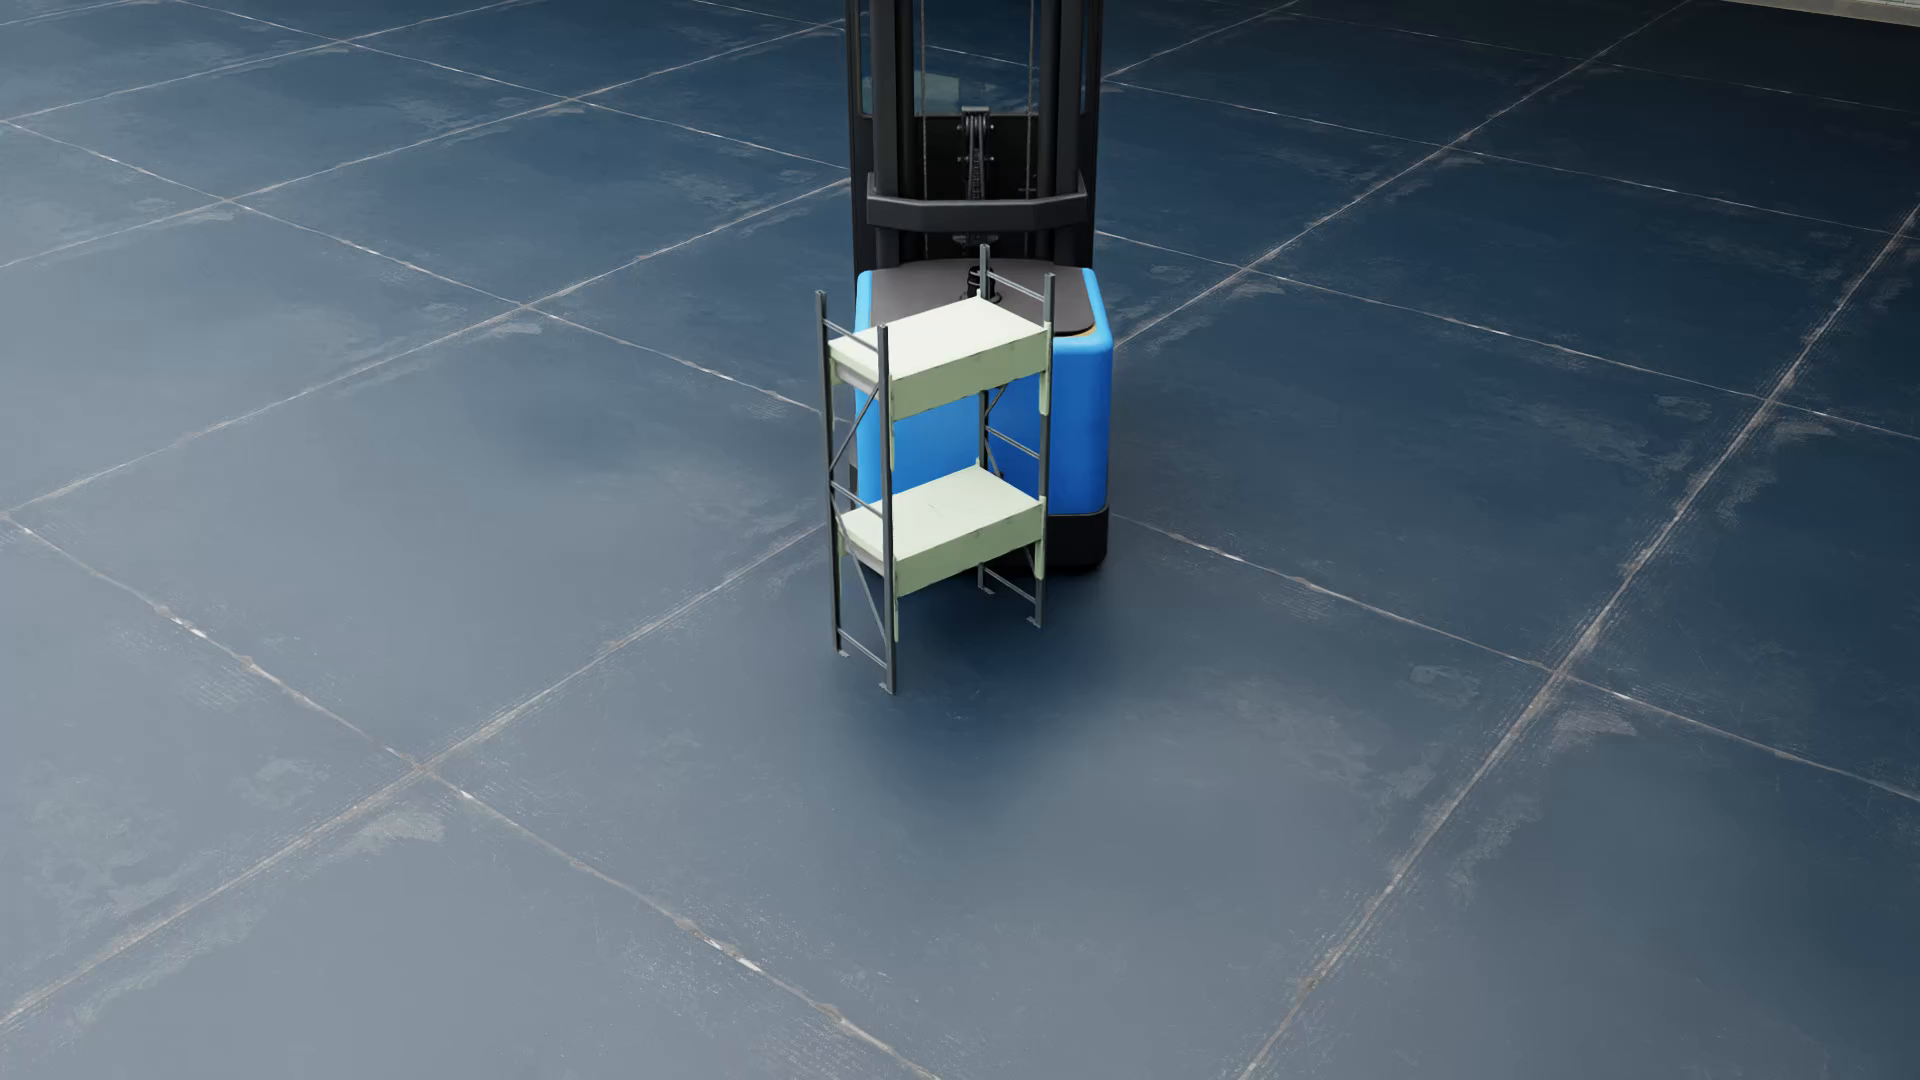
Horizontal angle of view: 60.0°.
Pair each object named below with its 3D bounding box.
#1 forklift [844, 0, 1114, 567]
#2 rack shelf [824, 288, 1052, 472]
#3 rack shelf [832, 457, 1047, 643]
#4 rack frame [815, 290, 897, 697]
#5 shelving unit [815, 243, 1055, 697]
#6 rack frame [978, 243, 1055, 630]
[{"bbox_3d":[0.050,-1.859,7.512,1.130,2.935,3.031,-1,31,-2],"label":"forklift"},{"bbox_3d":[-0.082,-0.591,6.010,0.720,0.370,0.431,-22,37,-32],"label":"rack shelf"},{"bbox_3d":[-0.082,0.025,6.376,0.720,0.370,0.431,-22,37,-32],"label":"rack shelf"},{"bbox_3d":[-0.369,-0.140,6.015,0.023,1.500,0.400,-22,37,-32],"label":"rack frame"},{"bbox_3d":[-0.082,-0.255,6.209,0.755,1.500,0.431,-22,37,-32],"label":"shelving unit"},{"bbox_3d":[0.206,-0.371,6.404,0.023,1.500,0.400,-22,37,-32],"label":"rack frame"}]
